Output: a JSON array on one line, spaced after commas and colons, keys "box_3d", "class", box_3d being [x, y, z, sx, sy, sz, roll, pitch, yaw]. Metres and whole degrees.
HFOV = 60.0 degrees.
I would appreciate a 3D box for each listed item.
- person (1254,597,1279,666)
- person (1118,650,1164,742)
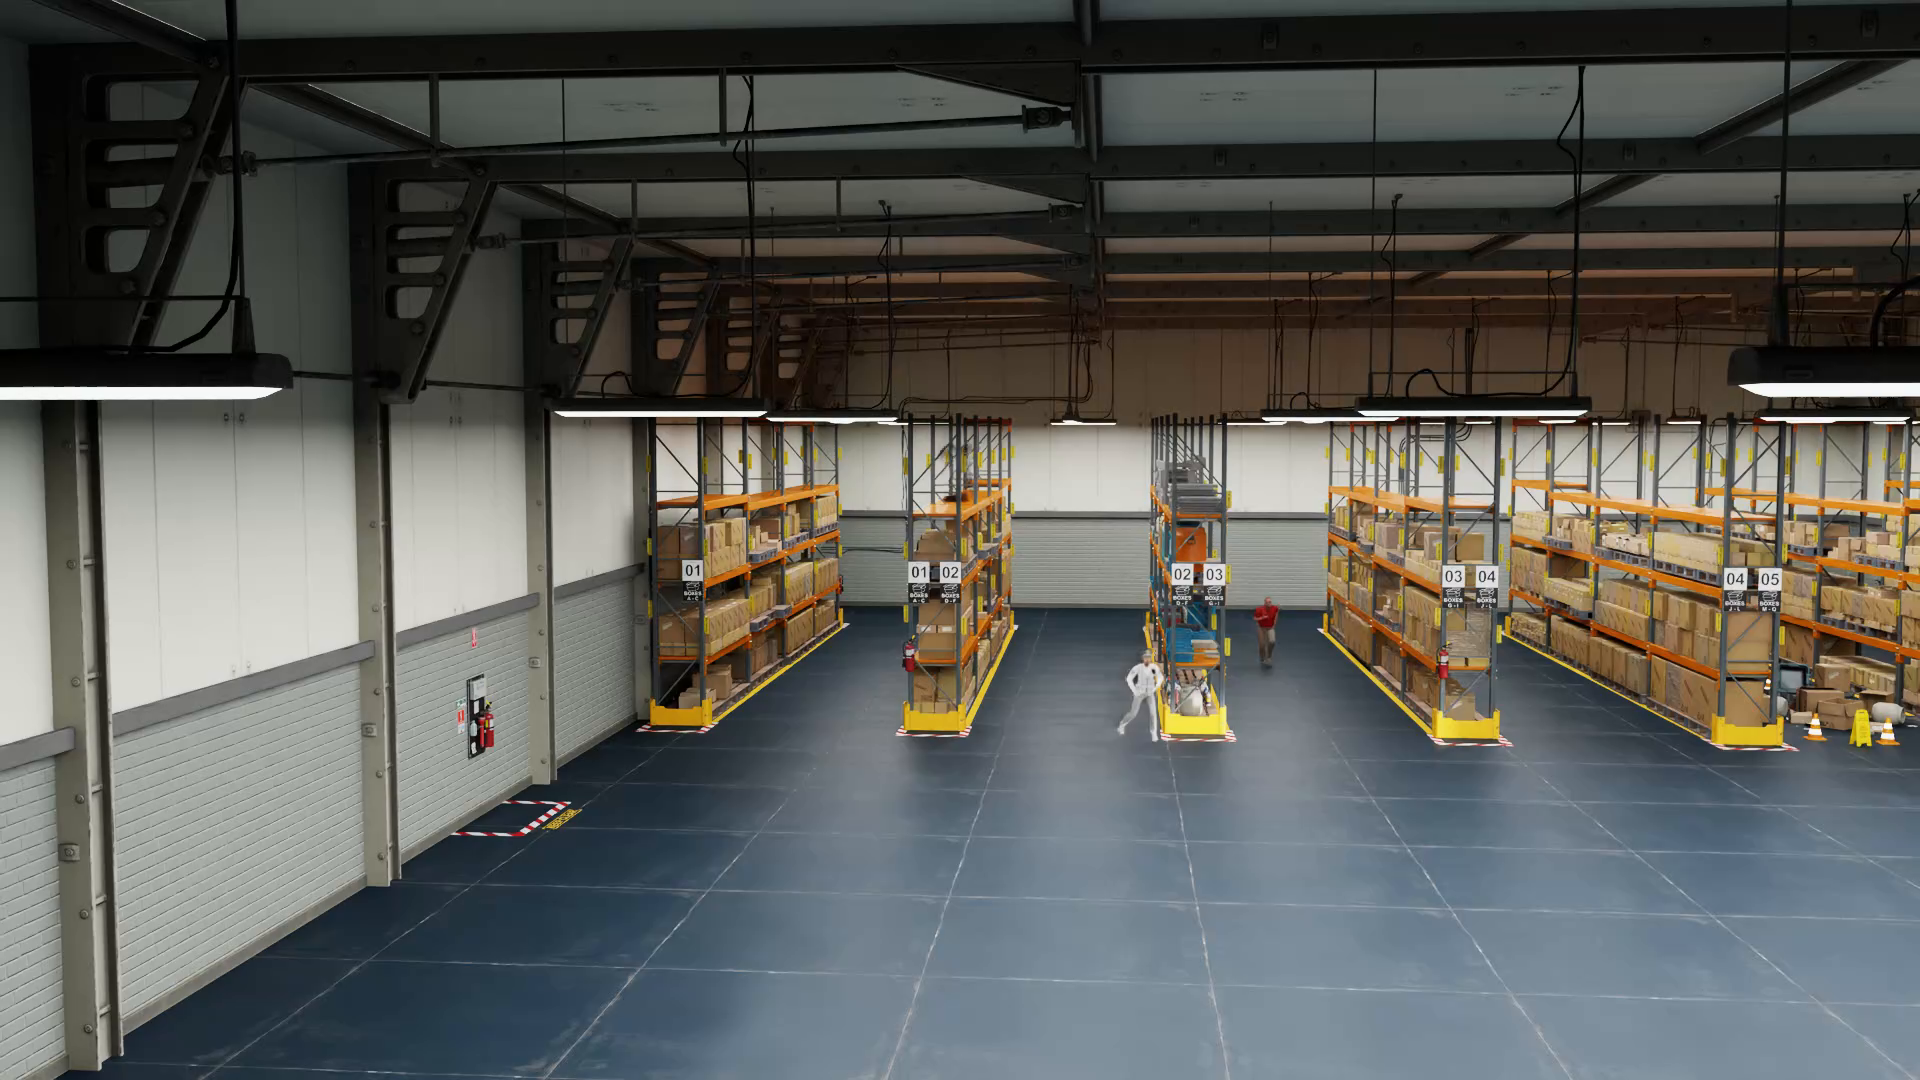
[{"box_3d": [7.362, 2.191, 39.952, 0.647, 1.671, 0.908, 0, 4, 1], "class": "person"}, {"box_3d": [3.362, 2.854, 30.660, 0.831, 1.691, 0.684, -1, 4, -9], "class": "person"}]
